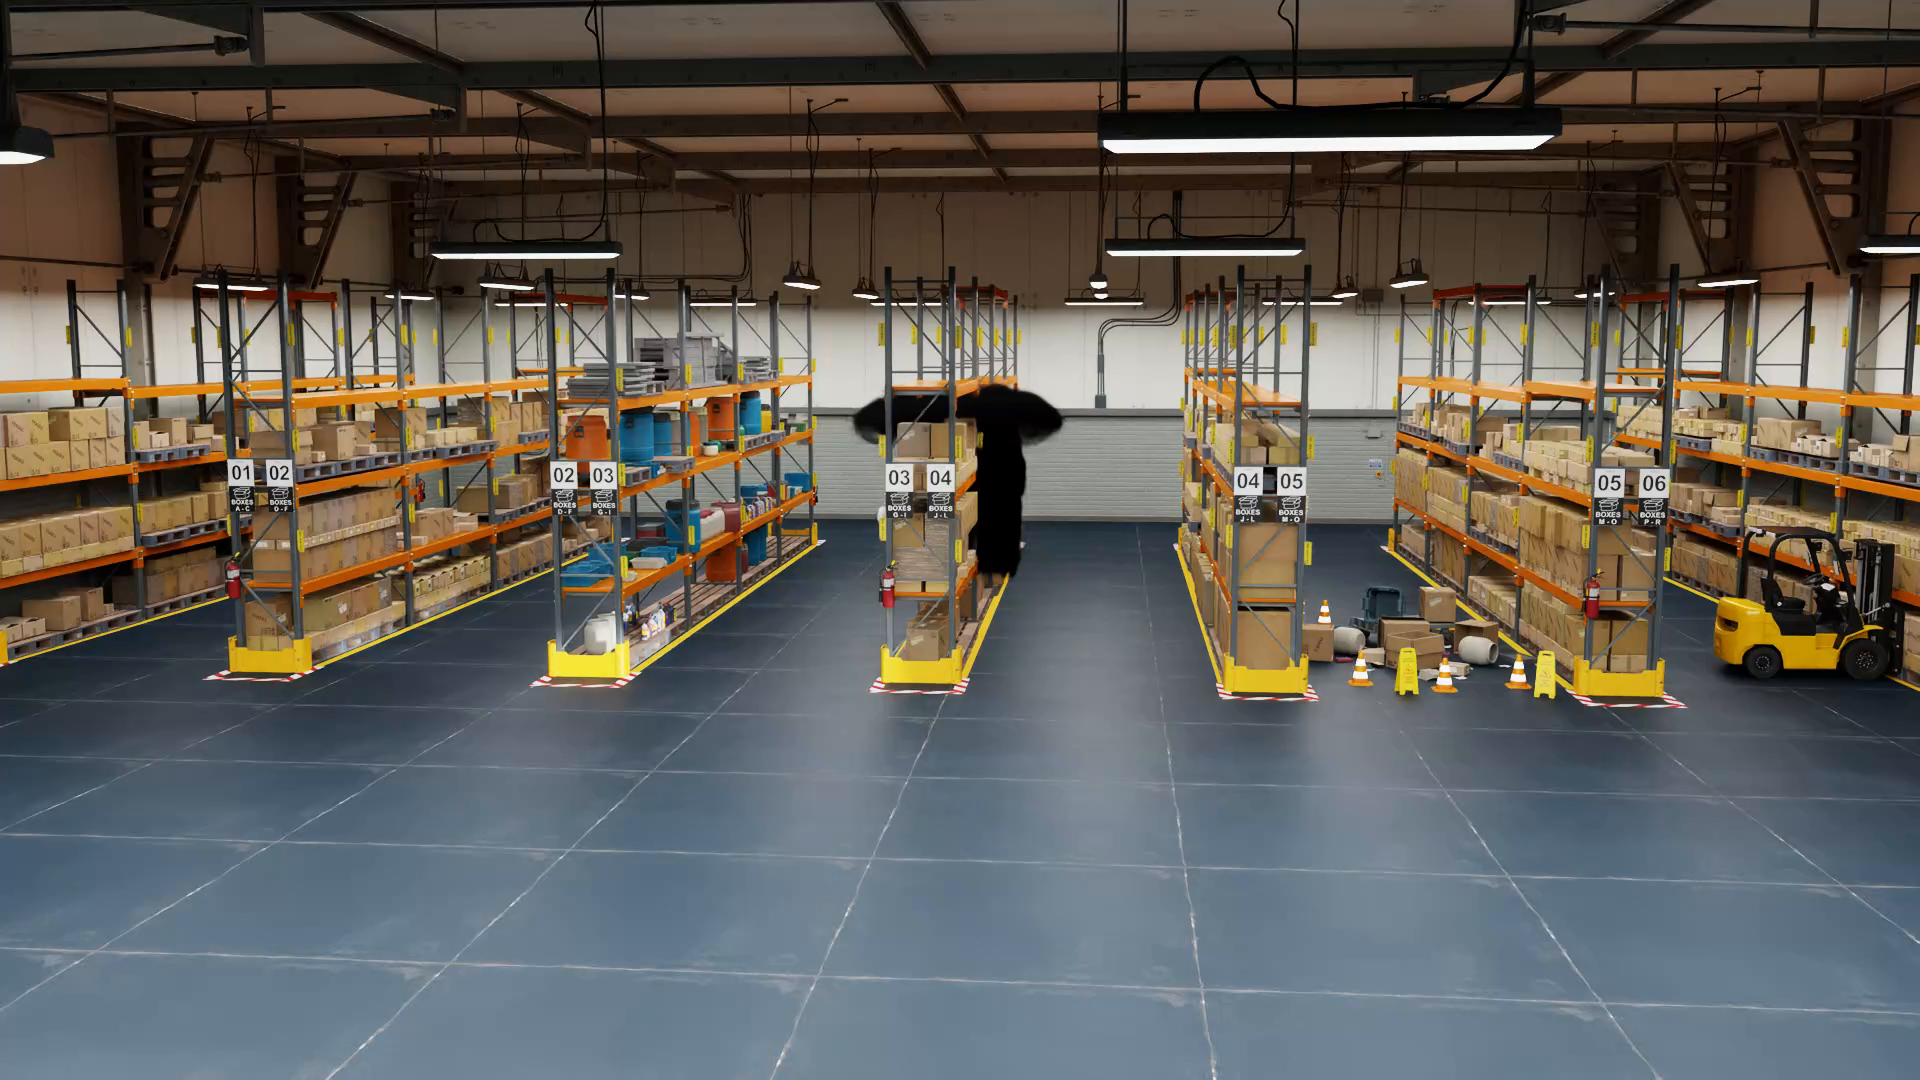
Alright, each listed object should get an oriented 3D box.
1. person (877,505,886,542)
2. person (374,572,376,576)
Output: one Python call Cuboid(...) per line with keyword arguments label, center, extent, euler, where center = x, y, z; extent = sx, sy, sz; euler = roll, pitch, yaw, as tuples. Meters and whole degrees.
Cuboid(label="person", center=(-1.346, -0.142, 34.147), extent=(0.720, 1.672, 0.828), euler=(-1, 7, -5))
Cuboid(label="person", center=(-11.401, 0.369, 31.684), extent=(0.712, 1.596, 0.896), euler=(-2, 7, -14))
